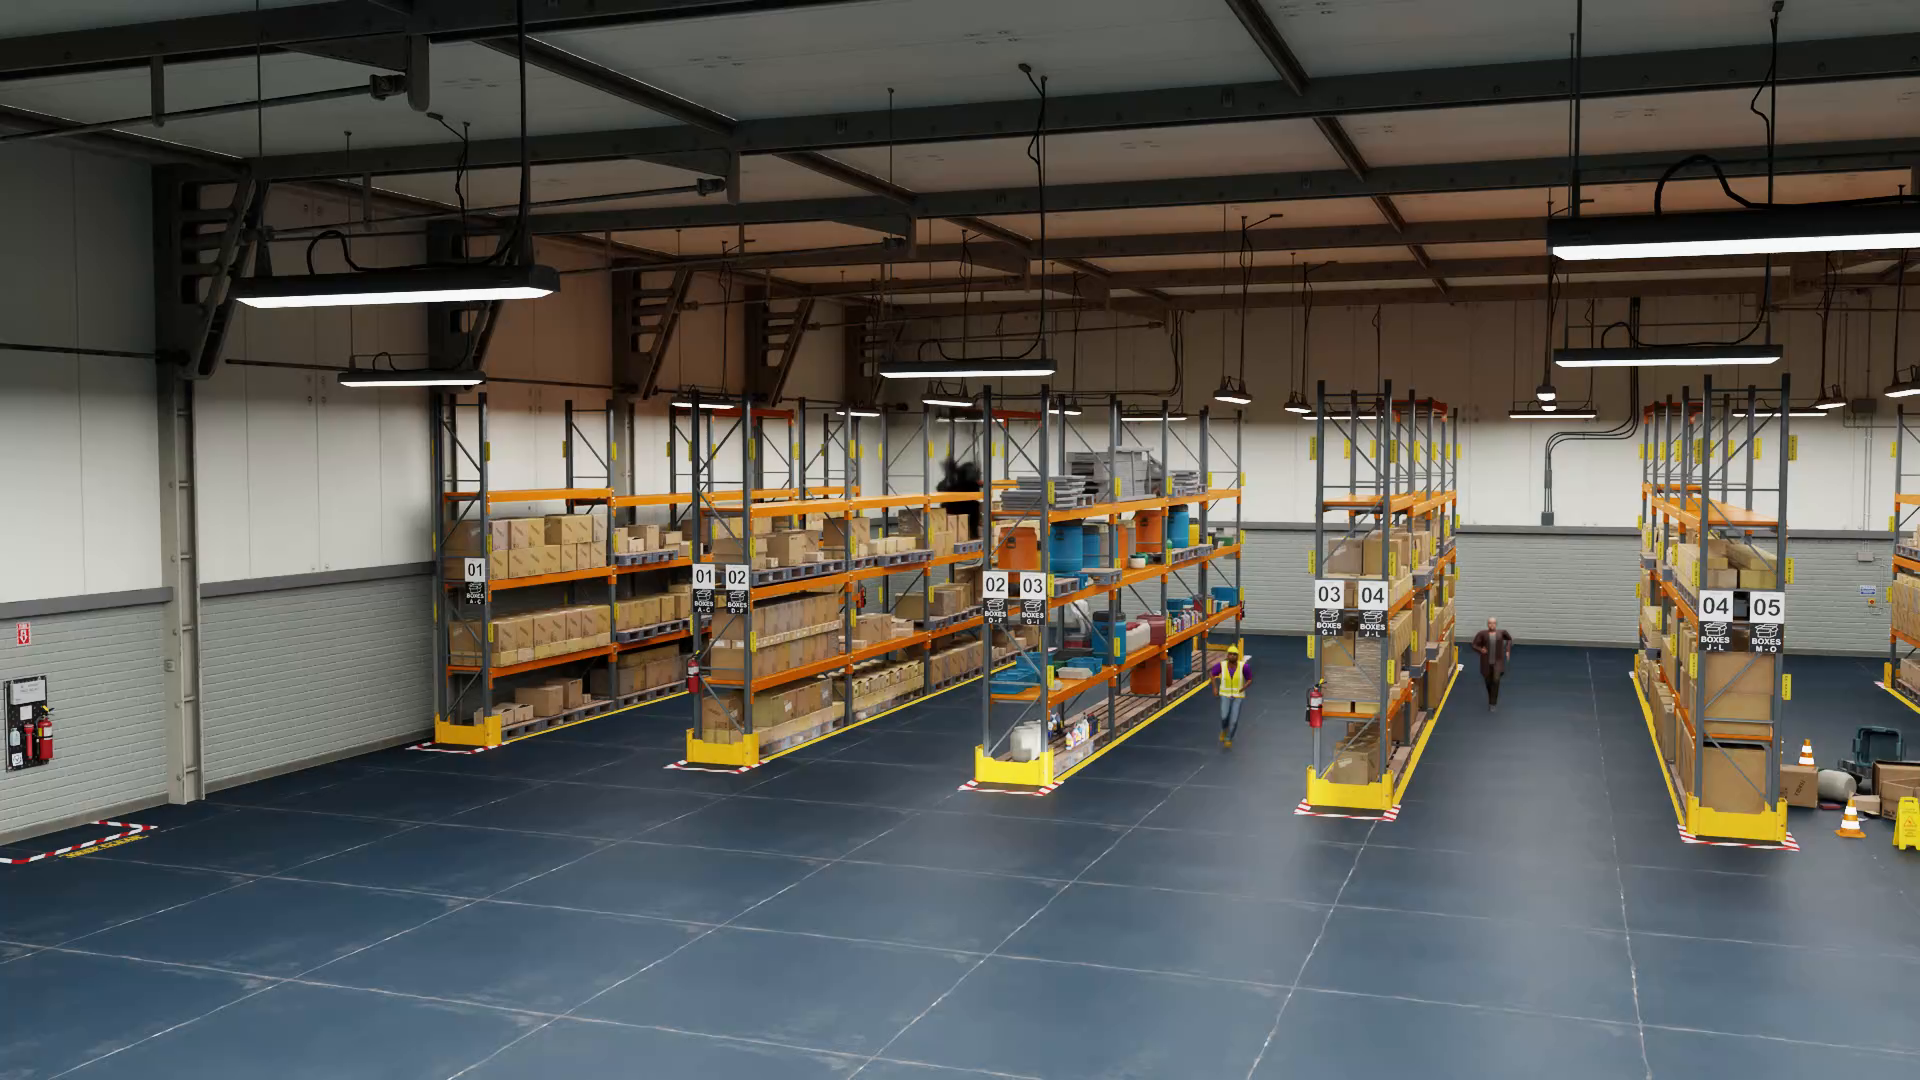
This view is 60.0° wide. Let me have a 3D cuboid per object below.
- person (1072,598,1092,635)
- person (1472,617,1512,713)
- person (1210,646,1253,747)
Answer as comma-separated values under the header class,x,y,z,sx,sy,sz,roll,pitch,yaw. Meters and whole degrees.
class,x,y,z,sx,sy,sz,roll,pitch,yaw
person,3.082,1.944,41.706,0.595,1.613,0.616,-1,3,-26
person,10.342,2.412,32.329,0.742,1.834,1.010,1,3,16
person,4.583,2.645,28.057,0.700,1.718,0.569,0,3,8
